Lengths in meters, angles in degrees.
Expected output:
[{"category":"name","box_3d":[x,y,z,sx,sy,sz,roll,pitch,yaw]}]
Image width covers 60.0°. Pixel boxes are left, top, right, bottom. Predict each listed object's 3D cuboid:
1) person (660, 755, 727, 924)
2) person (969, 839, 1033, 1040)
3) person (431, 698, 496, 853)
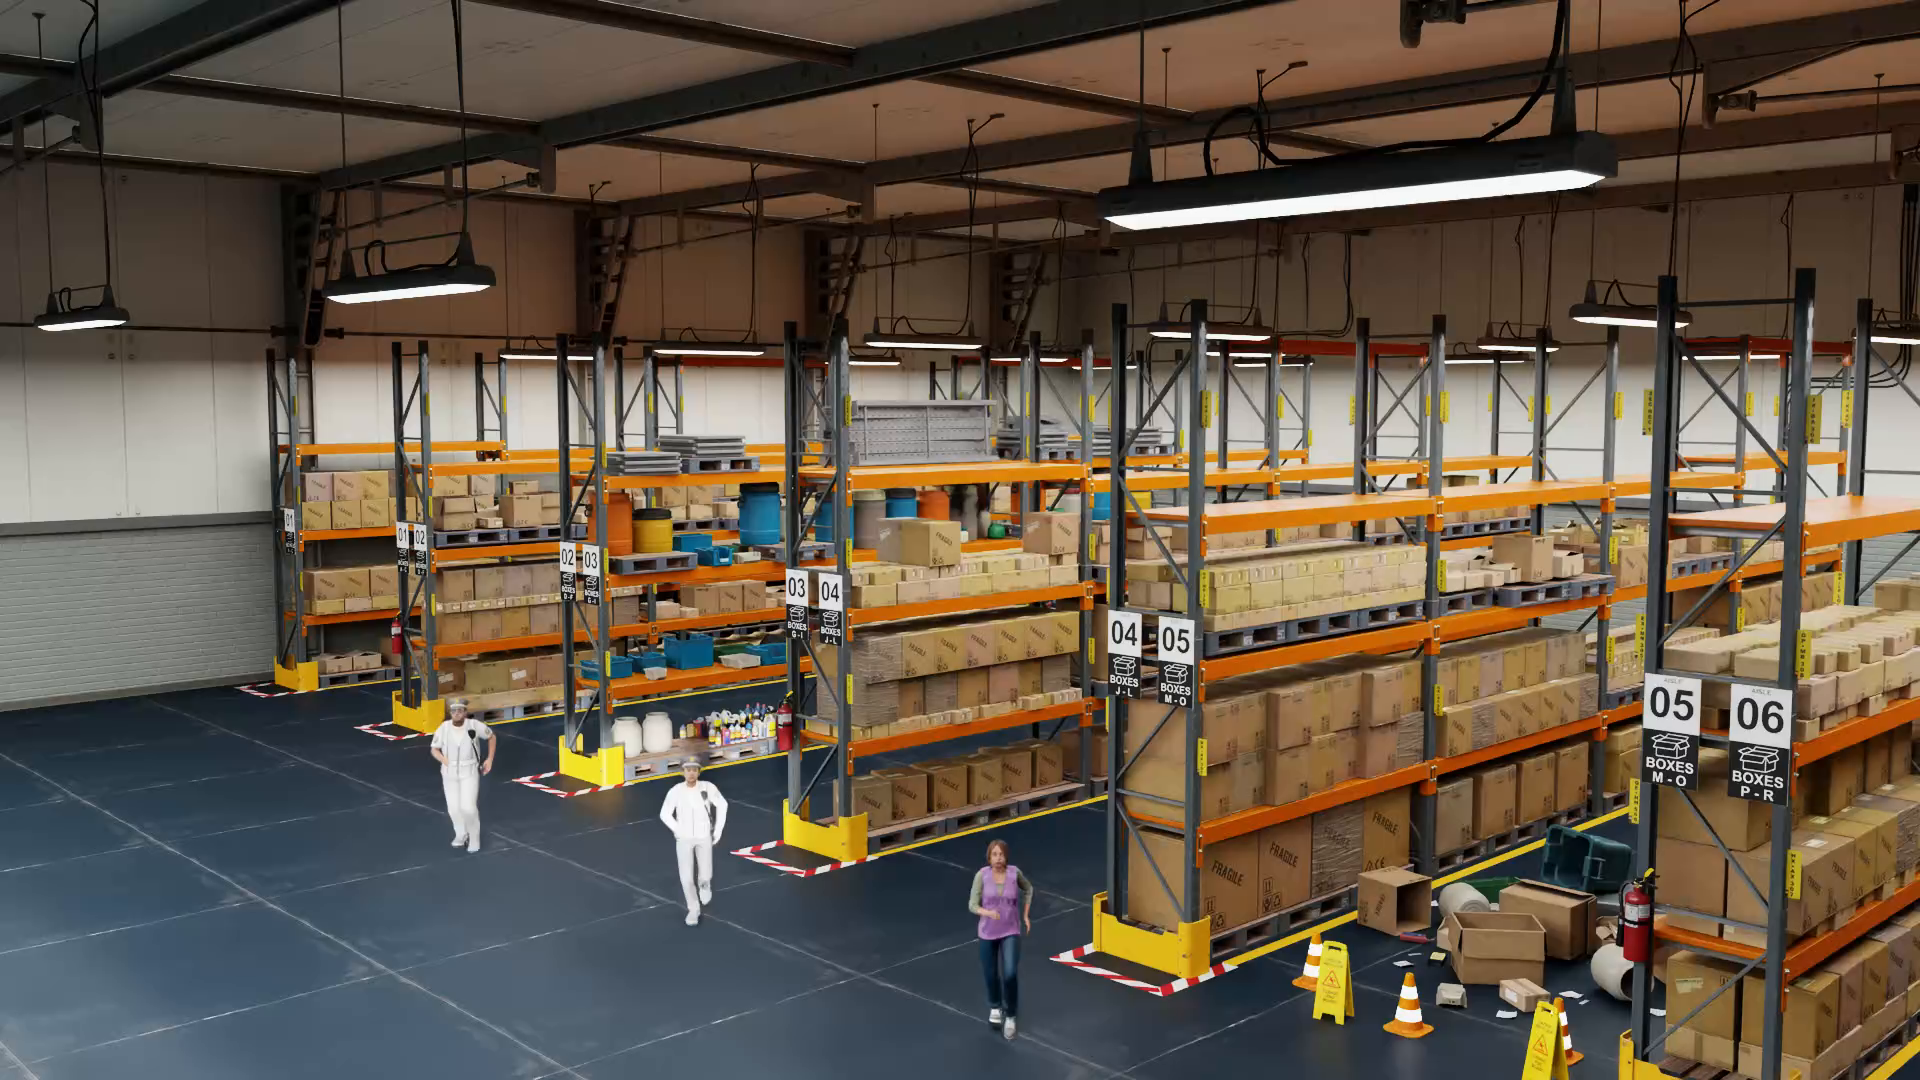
[{"category":"person","box_3d":[-2.611,2.932,16.331,0.658,1.661,0.561,-1,5,-9]},{"category":"person","box_3d":[0.327,3.256,13.411,0.508,1.516,0.672,0,5,4]},{"category":"person","box_3d":[-5.636,2.676,18.827,0.680,1.824,0.722,-1,5,-6]}]
